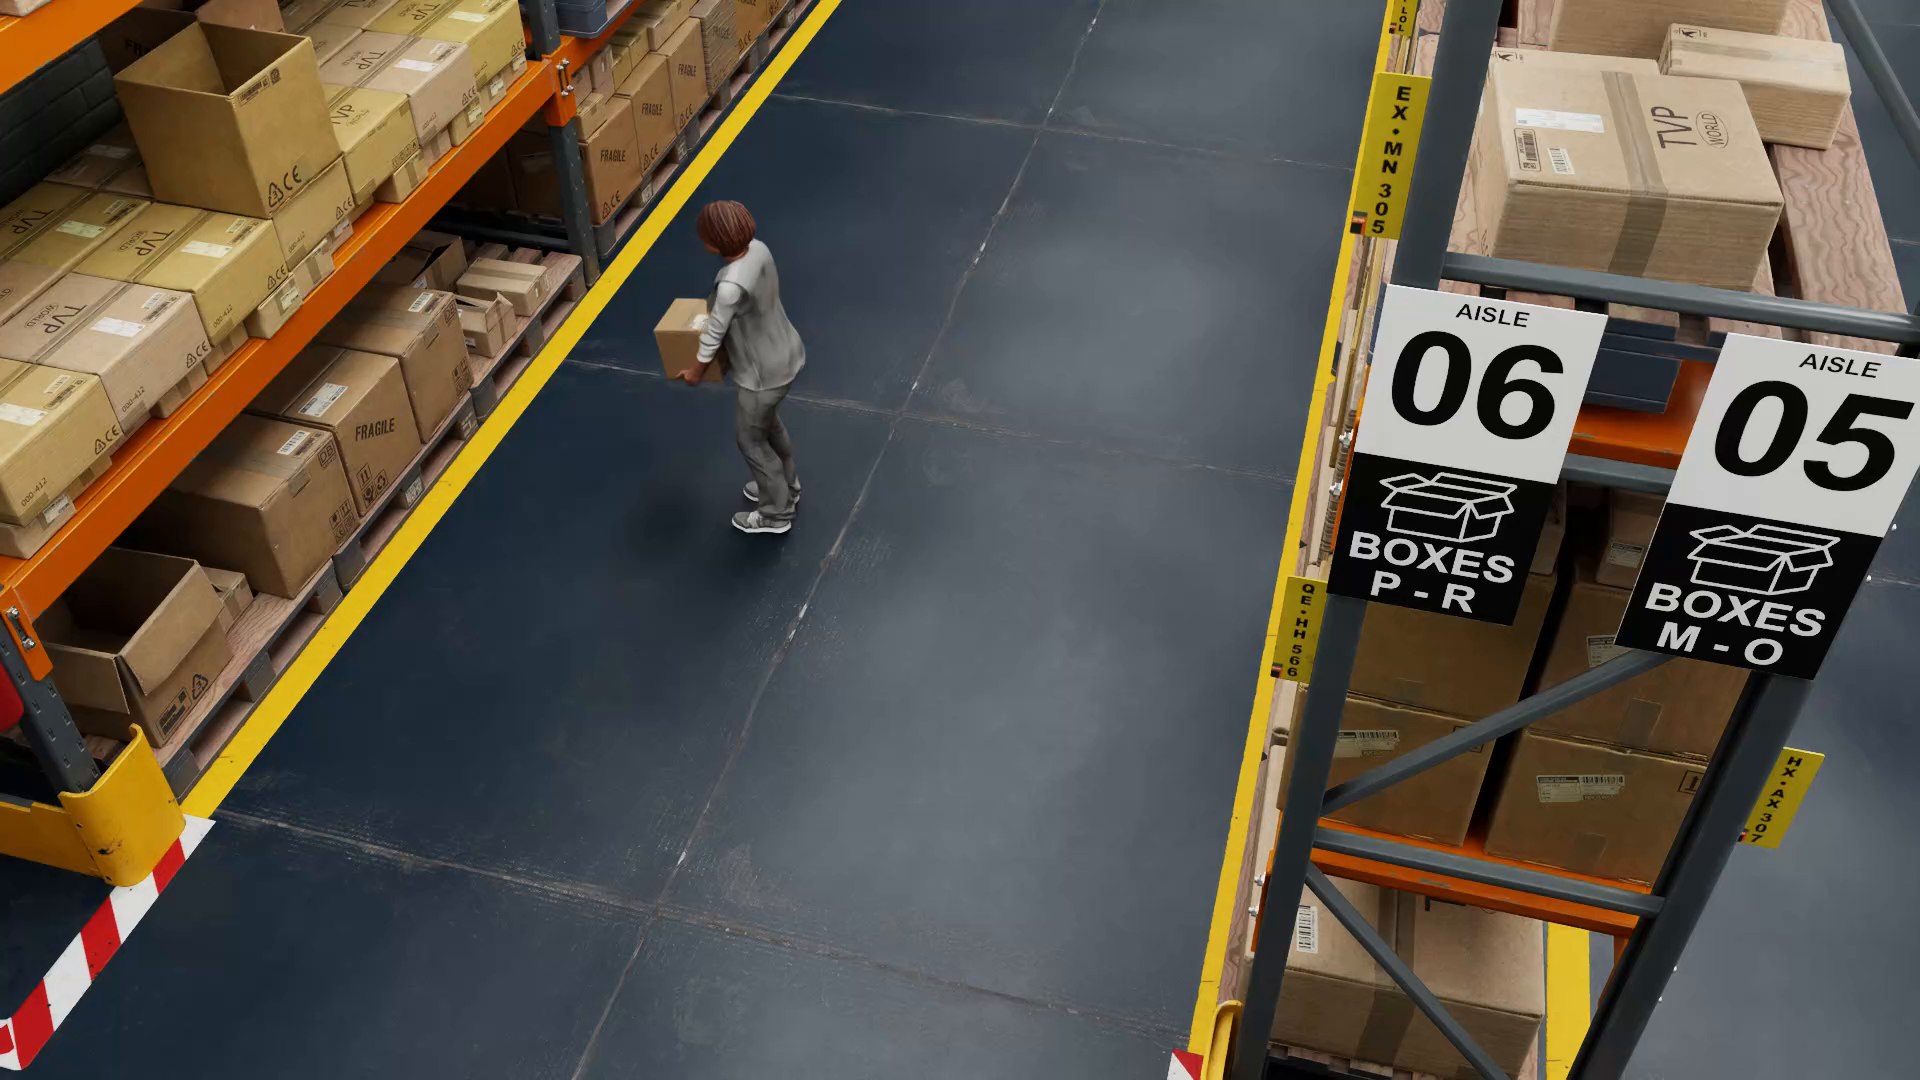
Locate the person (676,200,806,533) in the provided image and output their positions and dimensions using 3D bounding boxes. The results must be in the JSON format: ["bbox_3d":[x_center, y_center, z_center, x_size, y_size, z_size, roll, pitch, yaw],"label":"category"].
[{"bbox_3d":[-0.907,-0.722,6.993,0.515,1.587,0.373,9,42,10],"label":"person"}]
